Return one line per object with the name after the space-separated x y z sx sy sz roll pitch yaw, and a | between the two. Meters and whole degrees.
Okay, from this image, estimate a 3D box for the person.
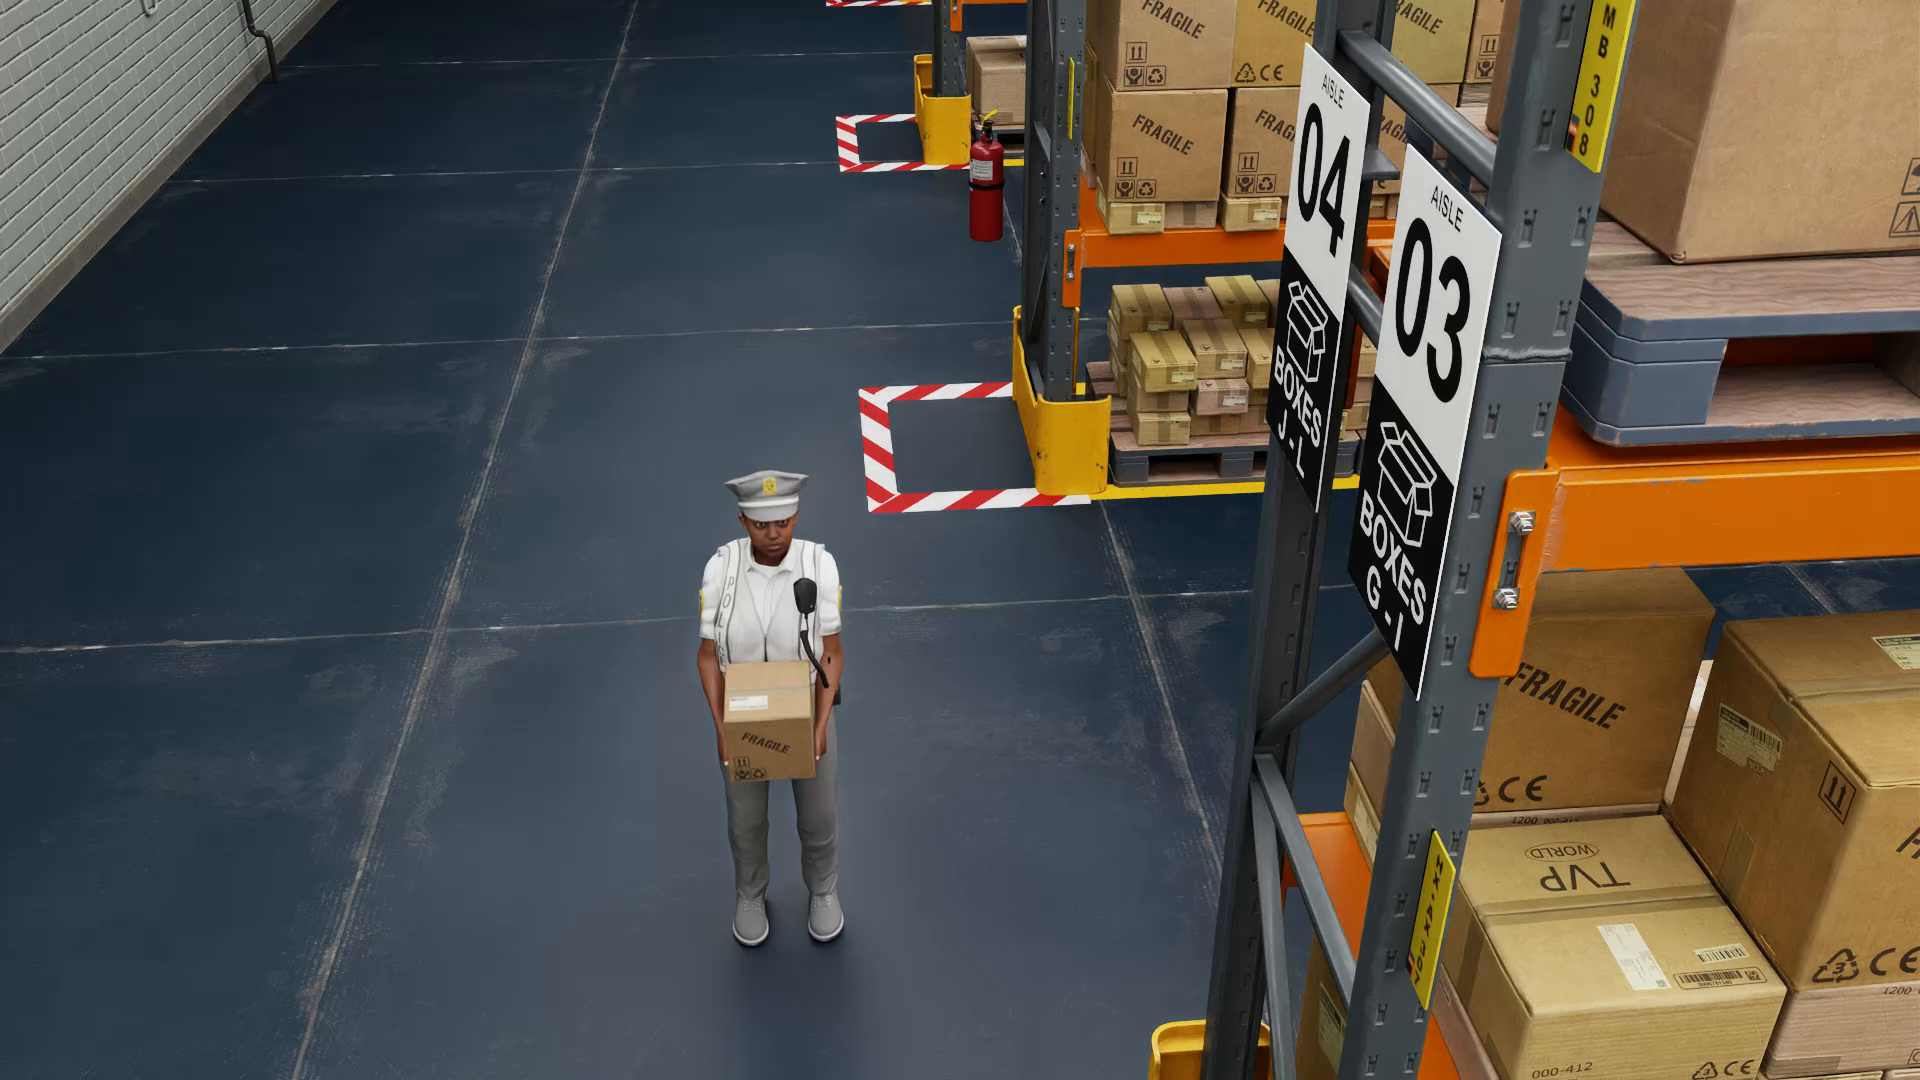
-0.574 0.570 5.170 0.449 1.688 0.540 -3 31 -4 | person
